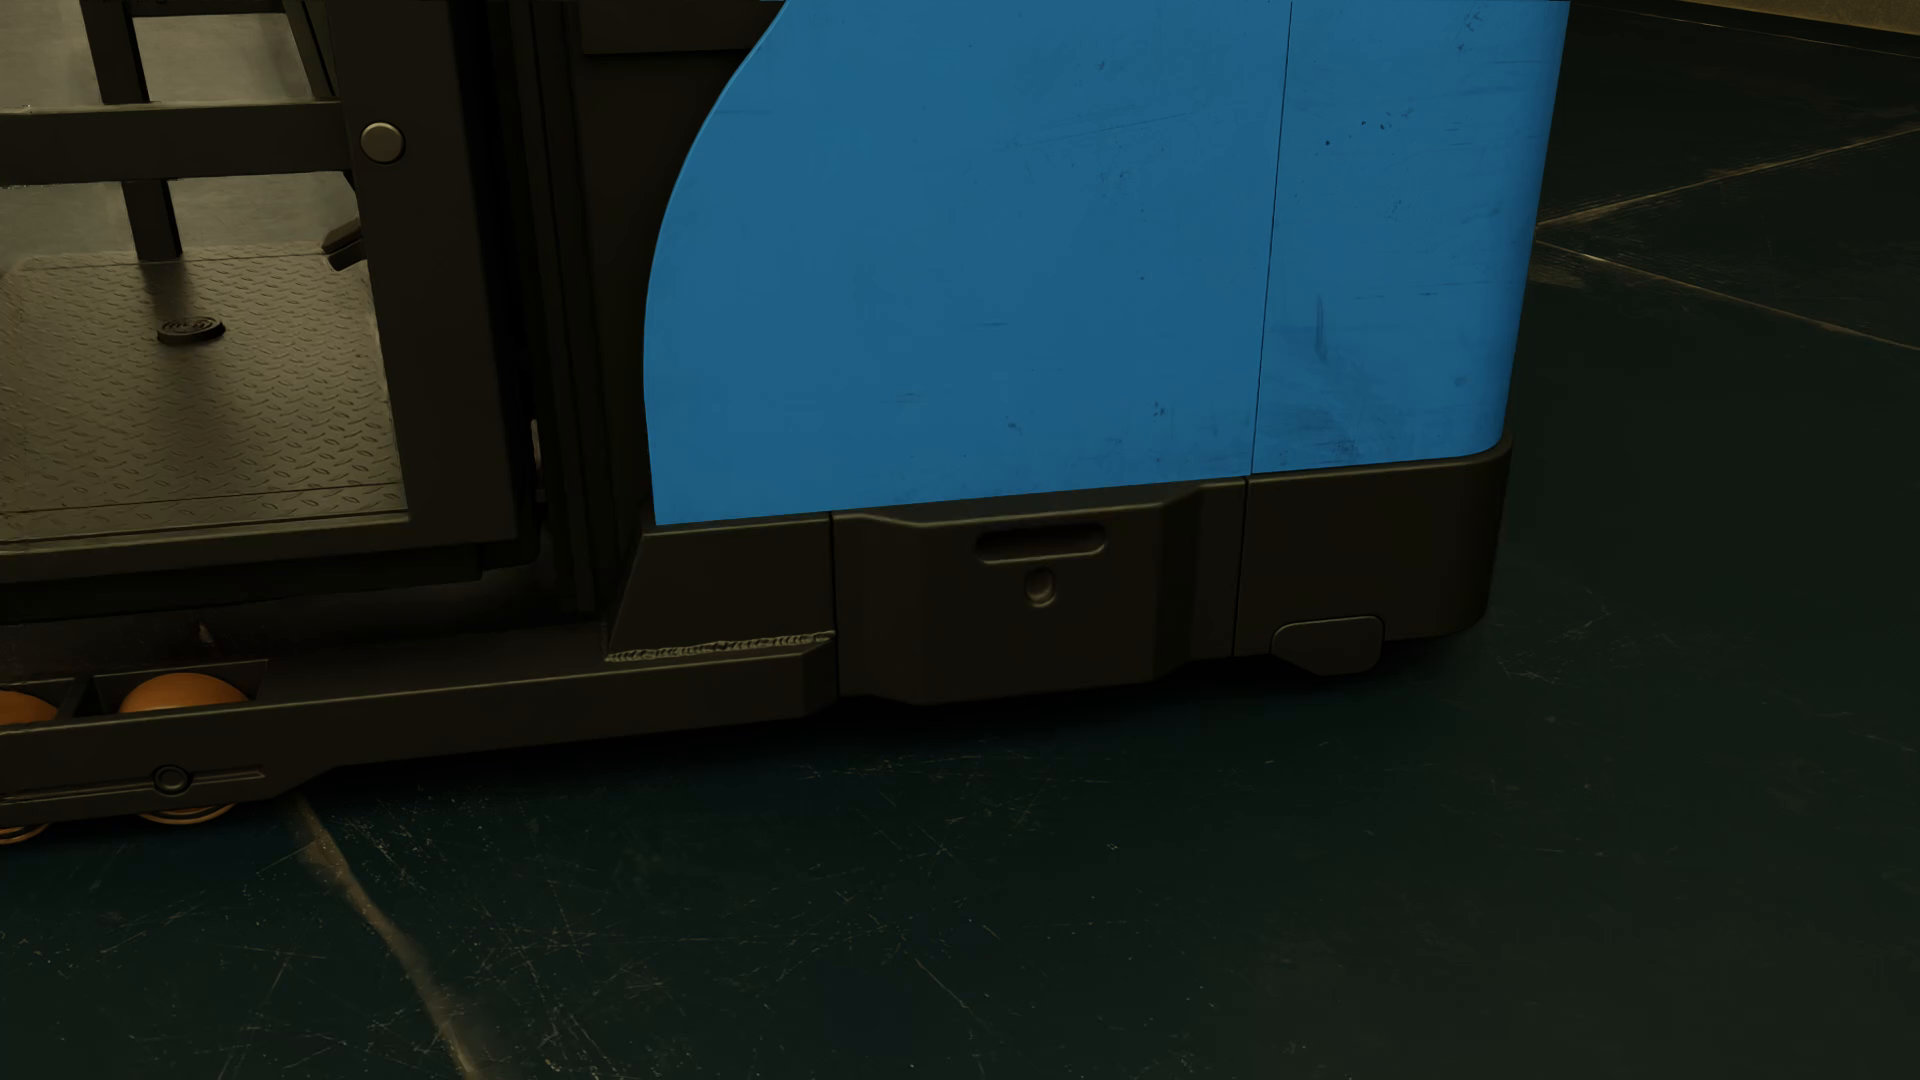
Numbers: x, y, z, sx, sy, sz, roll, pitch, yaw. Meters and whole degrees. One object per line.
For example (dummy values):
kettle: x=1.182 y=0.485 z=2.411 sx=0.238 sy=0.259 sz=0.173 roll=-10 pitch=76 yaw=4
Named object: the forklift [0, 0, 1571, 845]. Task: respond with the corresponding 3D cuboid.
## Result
forklift: x=-0.880 y=-1.232 z=1.687 sx=3.031 sy=2.935 sz=1.130 roll=-5 pitch=27 yaw=-10
